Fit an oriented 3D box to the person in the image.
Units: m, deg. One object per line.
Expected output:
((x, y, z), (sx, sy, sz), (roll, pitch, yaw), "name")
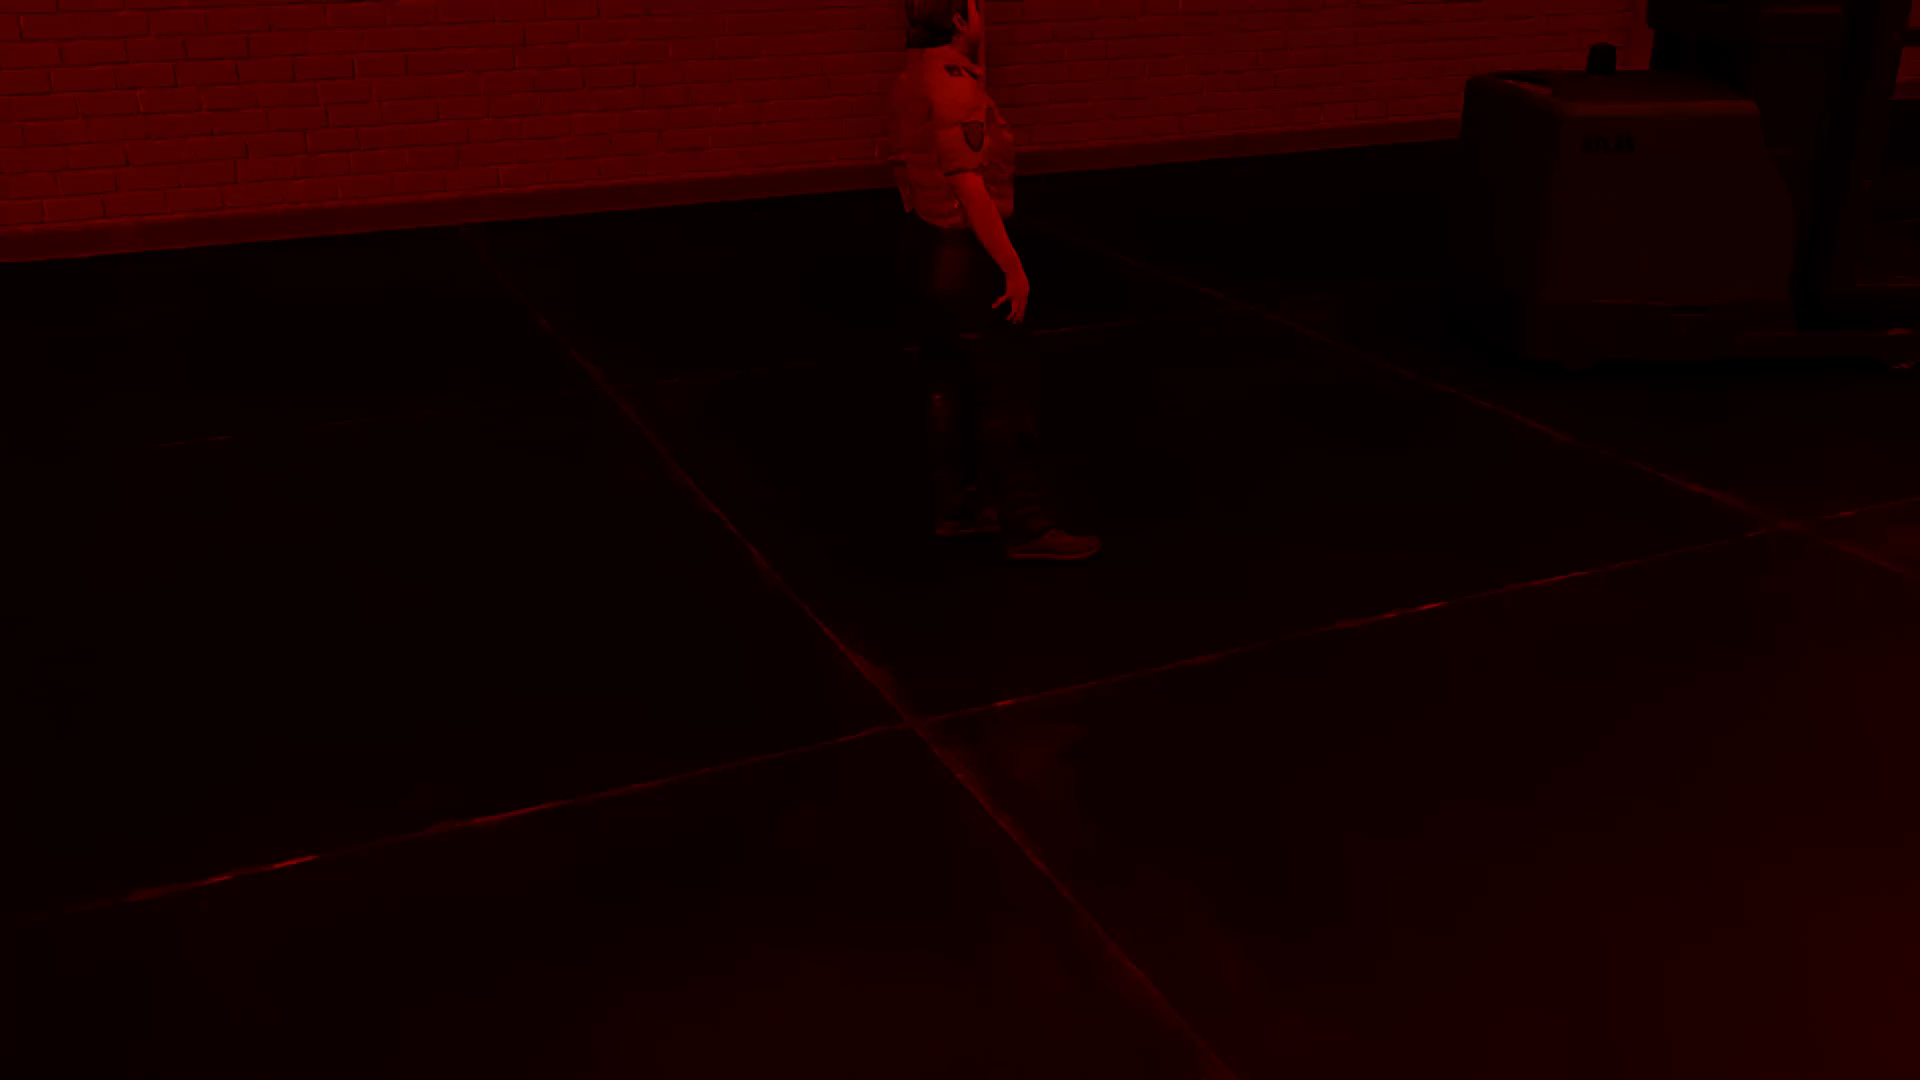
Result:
((0.091, -0.774, 4.804), (0.502, 1.650, 0.599), (-10, 25, -23), "person")

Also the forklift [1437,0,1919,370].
((3.706, -2.251, 6.705), (3.031, 2.935, 1.130), (-2, 23, -5), "forklift")
